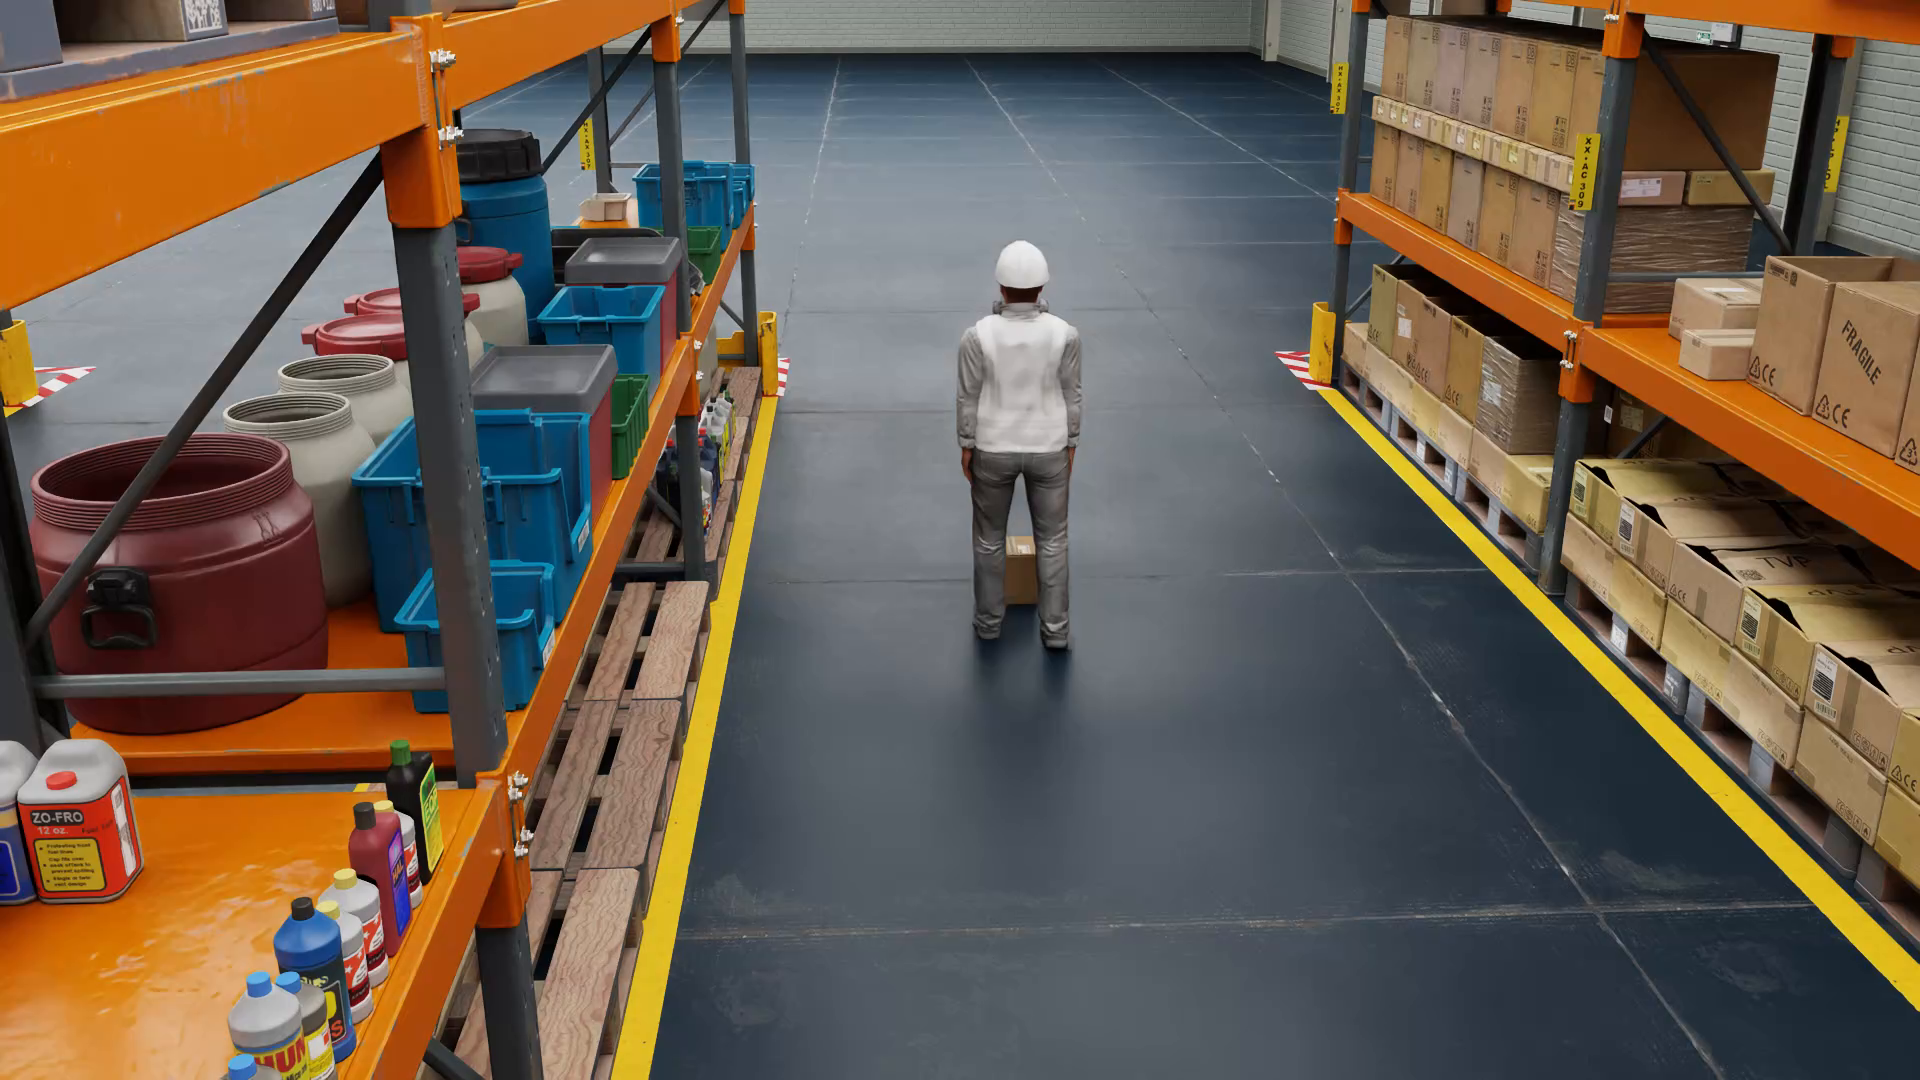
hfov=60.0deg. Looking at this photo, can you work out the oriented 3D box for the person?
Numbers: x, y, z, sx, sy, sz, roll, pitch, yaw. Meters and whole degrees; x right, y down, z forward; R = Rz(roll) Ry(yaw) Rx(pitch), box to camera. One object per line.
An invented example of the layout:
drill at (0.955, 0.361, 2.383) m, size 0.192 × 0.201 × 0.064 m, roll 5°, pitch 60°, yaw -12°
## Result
person at (0.246, -0.395, 7.150) m, size 0.532 × 1.798 × 0.427 m, roll -1°, pitch 20°, yaw -2°
